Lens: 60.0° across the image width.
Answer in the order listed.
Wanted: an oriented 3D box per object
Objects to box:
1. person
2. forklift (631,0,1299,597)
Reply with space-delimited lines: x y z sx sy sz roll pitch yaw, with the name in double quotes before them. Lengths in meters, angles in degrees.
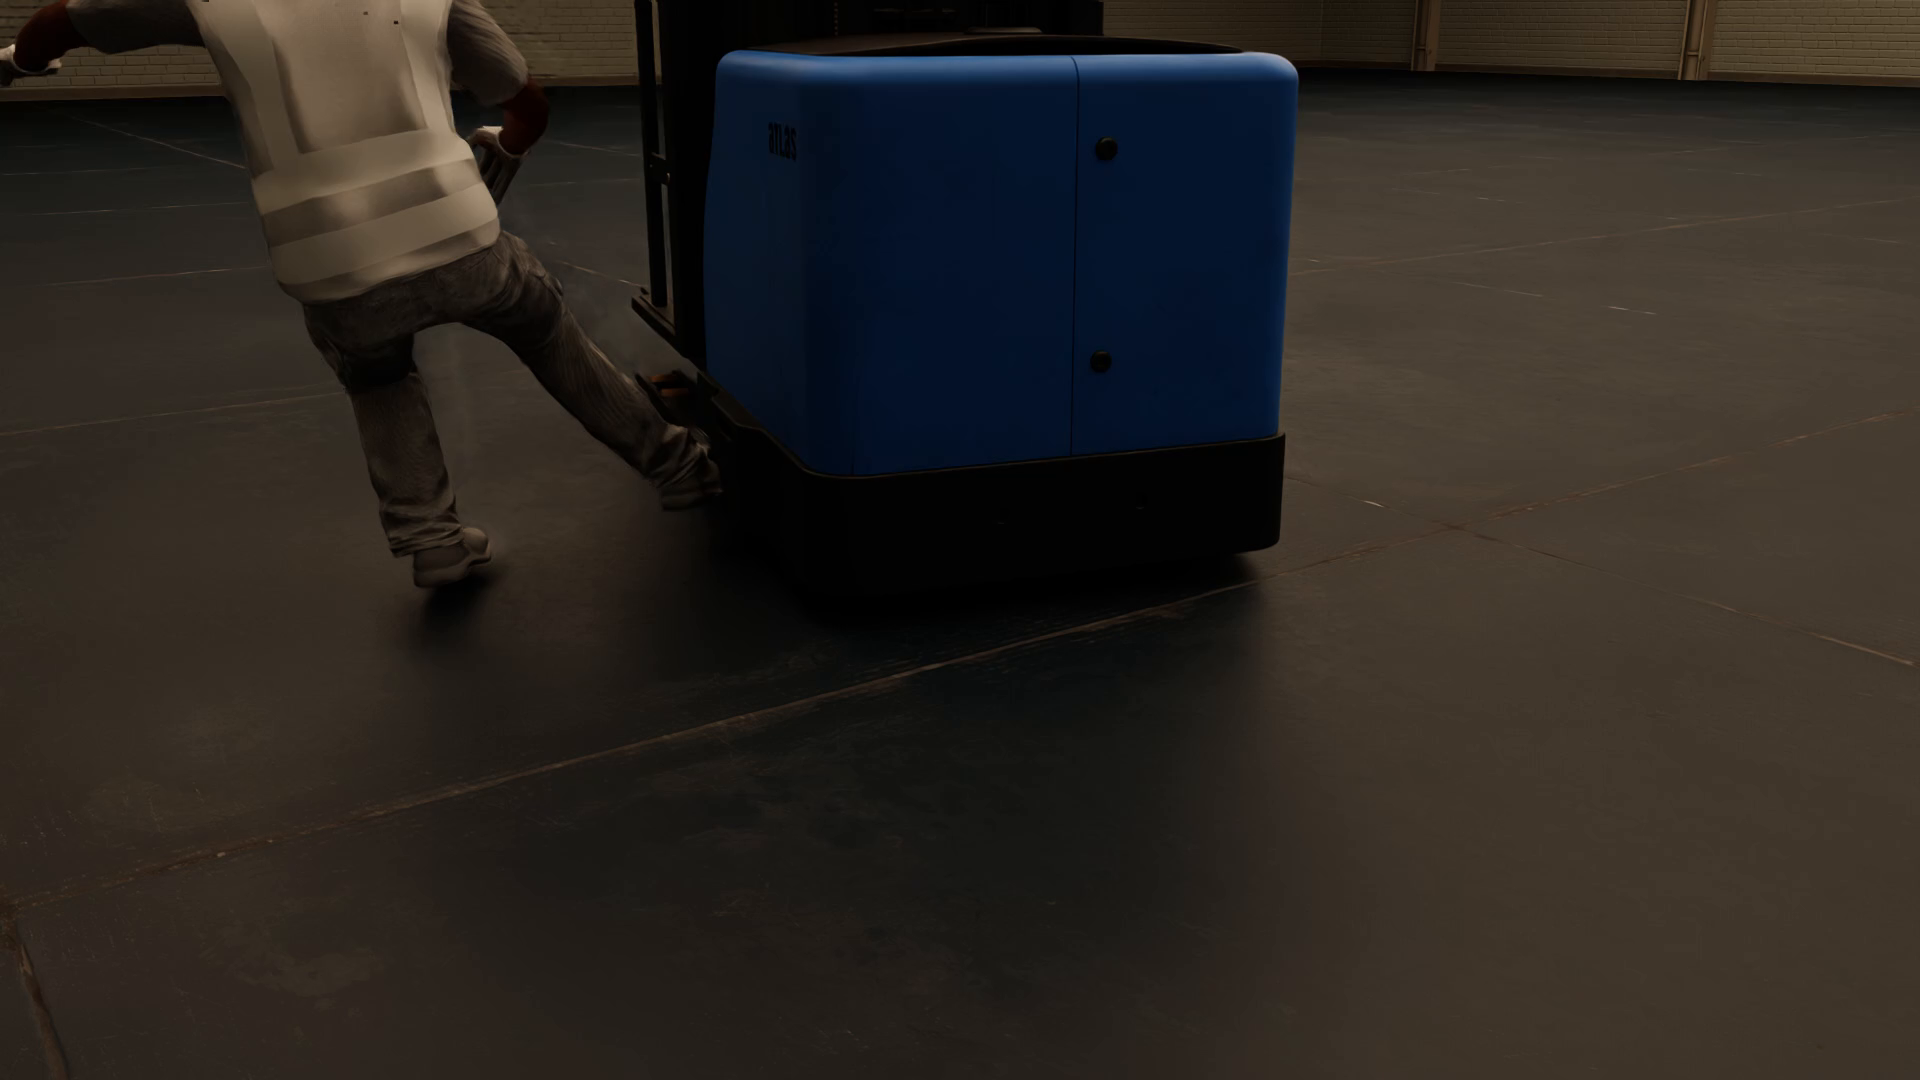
"person" -1.138 -0.686 3.437 1.463 1.480 0.874 -9 20 -27
"forklift" -0.293 -1.693 4.291 1.130 2.935 3.031 -6 19 -19
